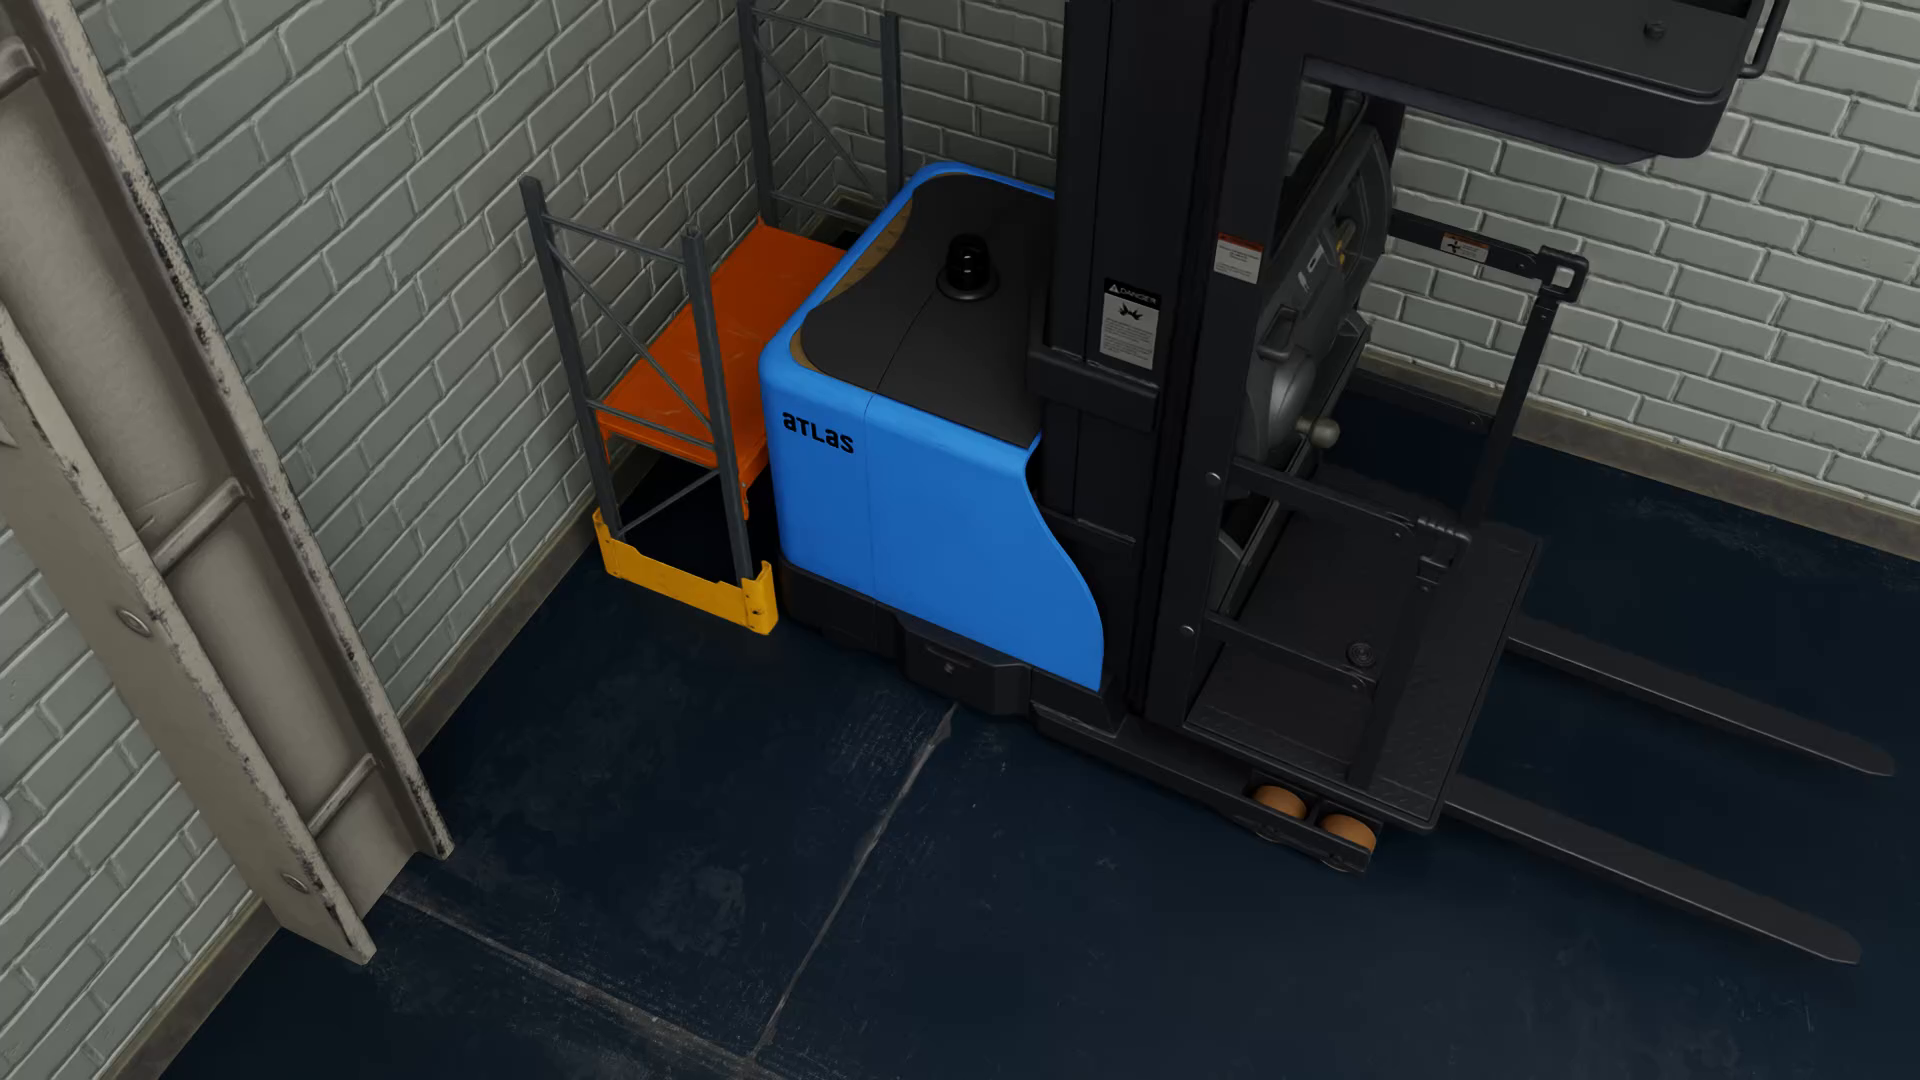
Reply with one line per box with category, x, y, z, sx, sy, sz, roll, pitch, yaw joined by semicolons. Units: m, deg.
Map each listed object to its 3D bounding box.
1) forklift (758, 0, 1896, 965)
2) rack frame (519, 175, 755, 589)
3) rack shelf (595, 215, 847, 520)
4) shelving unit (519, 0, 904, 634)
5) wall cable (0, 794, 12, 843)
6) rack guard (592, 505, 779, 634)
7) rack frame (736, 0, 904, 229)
forklift;1.011;-0.523;3.771;3.031;2.935;1.130;22;53;17
rack frame;-0.835;-0.308;4.527;0.500;1.500;0.032;20;52;16
rack shelf;-0.616;-0.541;4.961;0.538;0.185;1.000;20;52;16
shelving unit;-0.612;-0.663;4.830;0.587;1.500;1.083;20;52;16
wall cable;-2.278;0.568;2.130;0.084;1.984;1.851;20;52;16
rack guard;-0.826;0.084;5.014;0.587;0.250;0.087;20;52;16
rack frame;-0.397;-1.007;5.122;0.500;1.500;0.032;20;52;16
